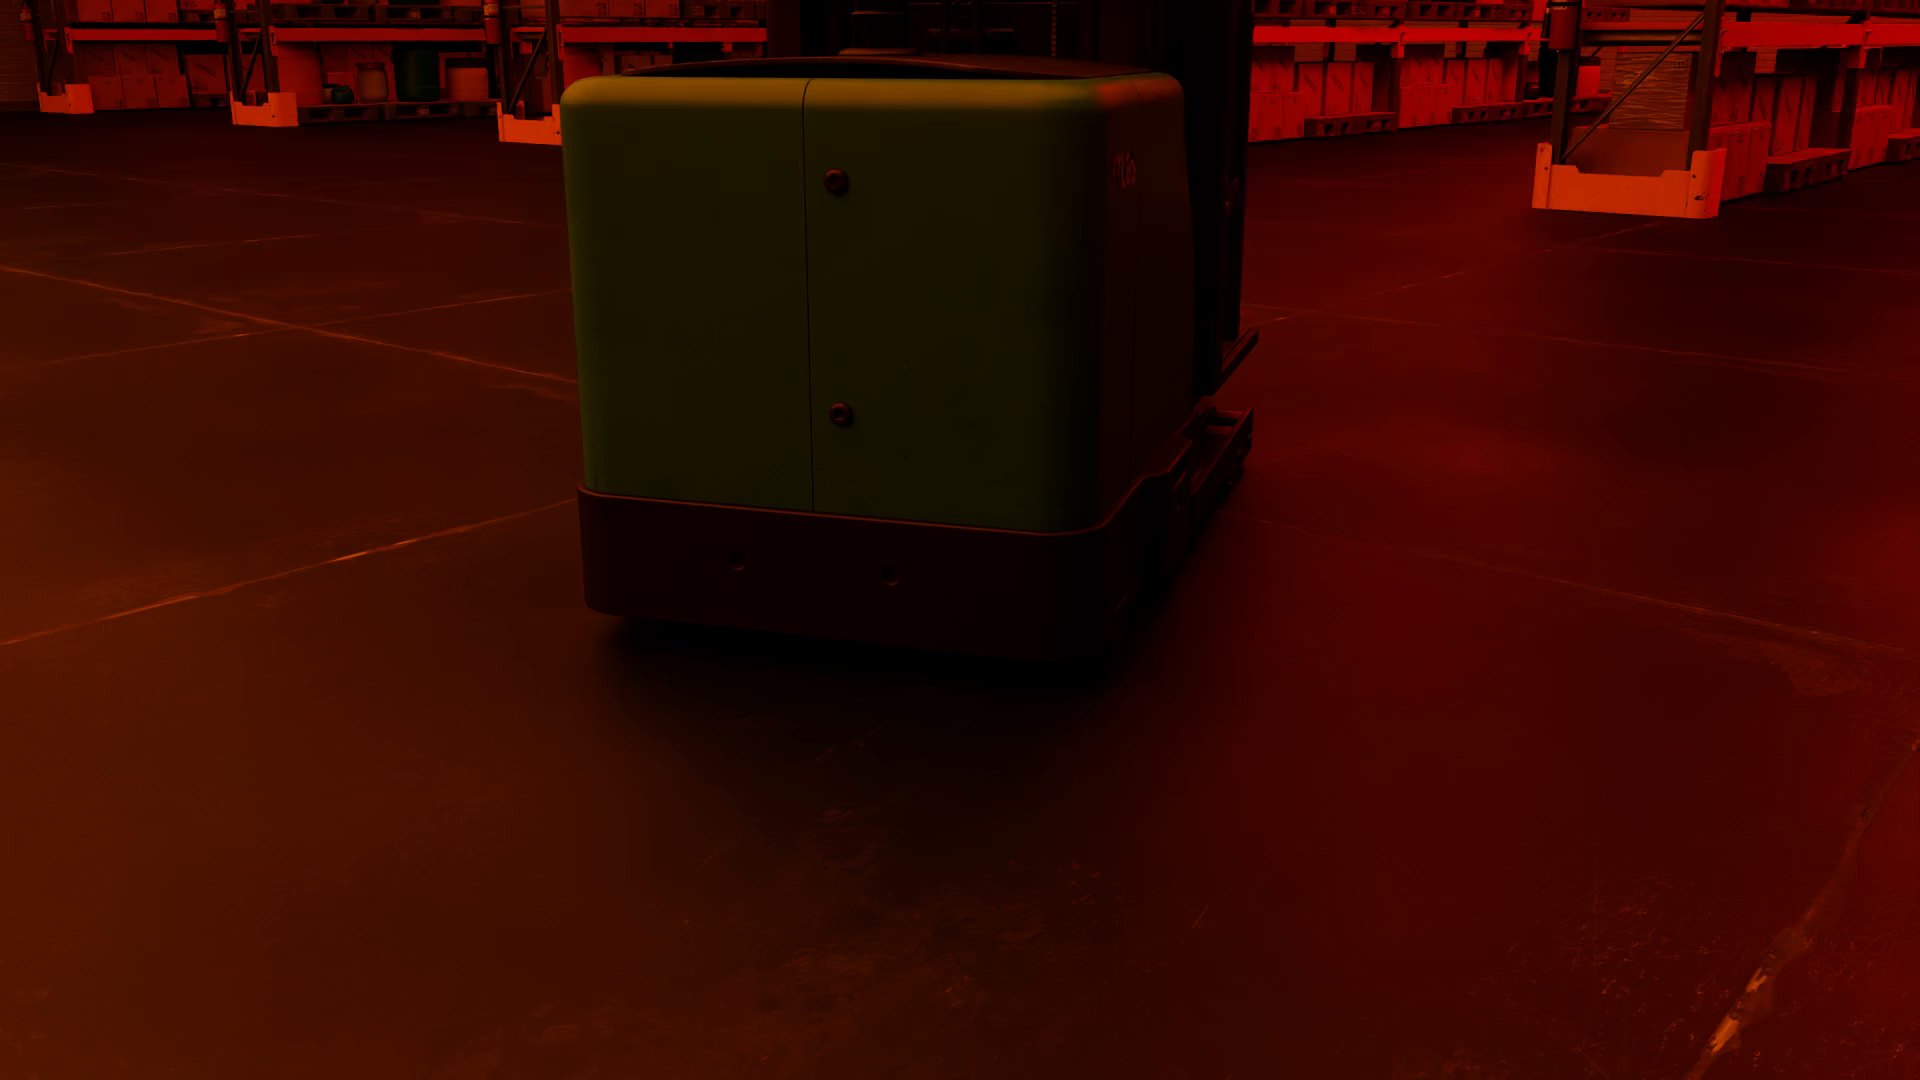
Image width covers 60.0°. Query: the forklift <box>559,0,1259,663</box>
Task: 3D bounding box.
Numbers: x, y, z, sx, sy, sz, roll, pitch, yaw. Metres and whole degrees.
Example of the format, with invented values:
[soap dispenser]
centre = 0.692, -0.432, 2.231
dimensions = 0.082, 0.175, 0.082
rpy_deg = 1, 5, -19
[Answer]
[forklift]
centre = 0.182, -1.571, 4.072
dimensions = 1.130, 2.935, 3.031
rpy_deg = 5, 18, 17
